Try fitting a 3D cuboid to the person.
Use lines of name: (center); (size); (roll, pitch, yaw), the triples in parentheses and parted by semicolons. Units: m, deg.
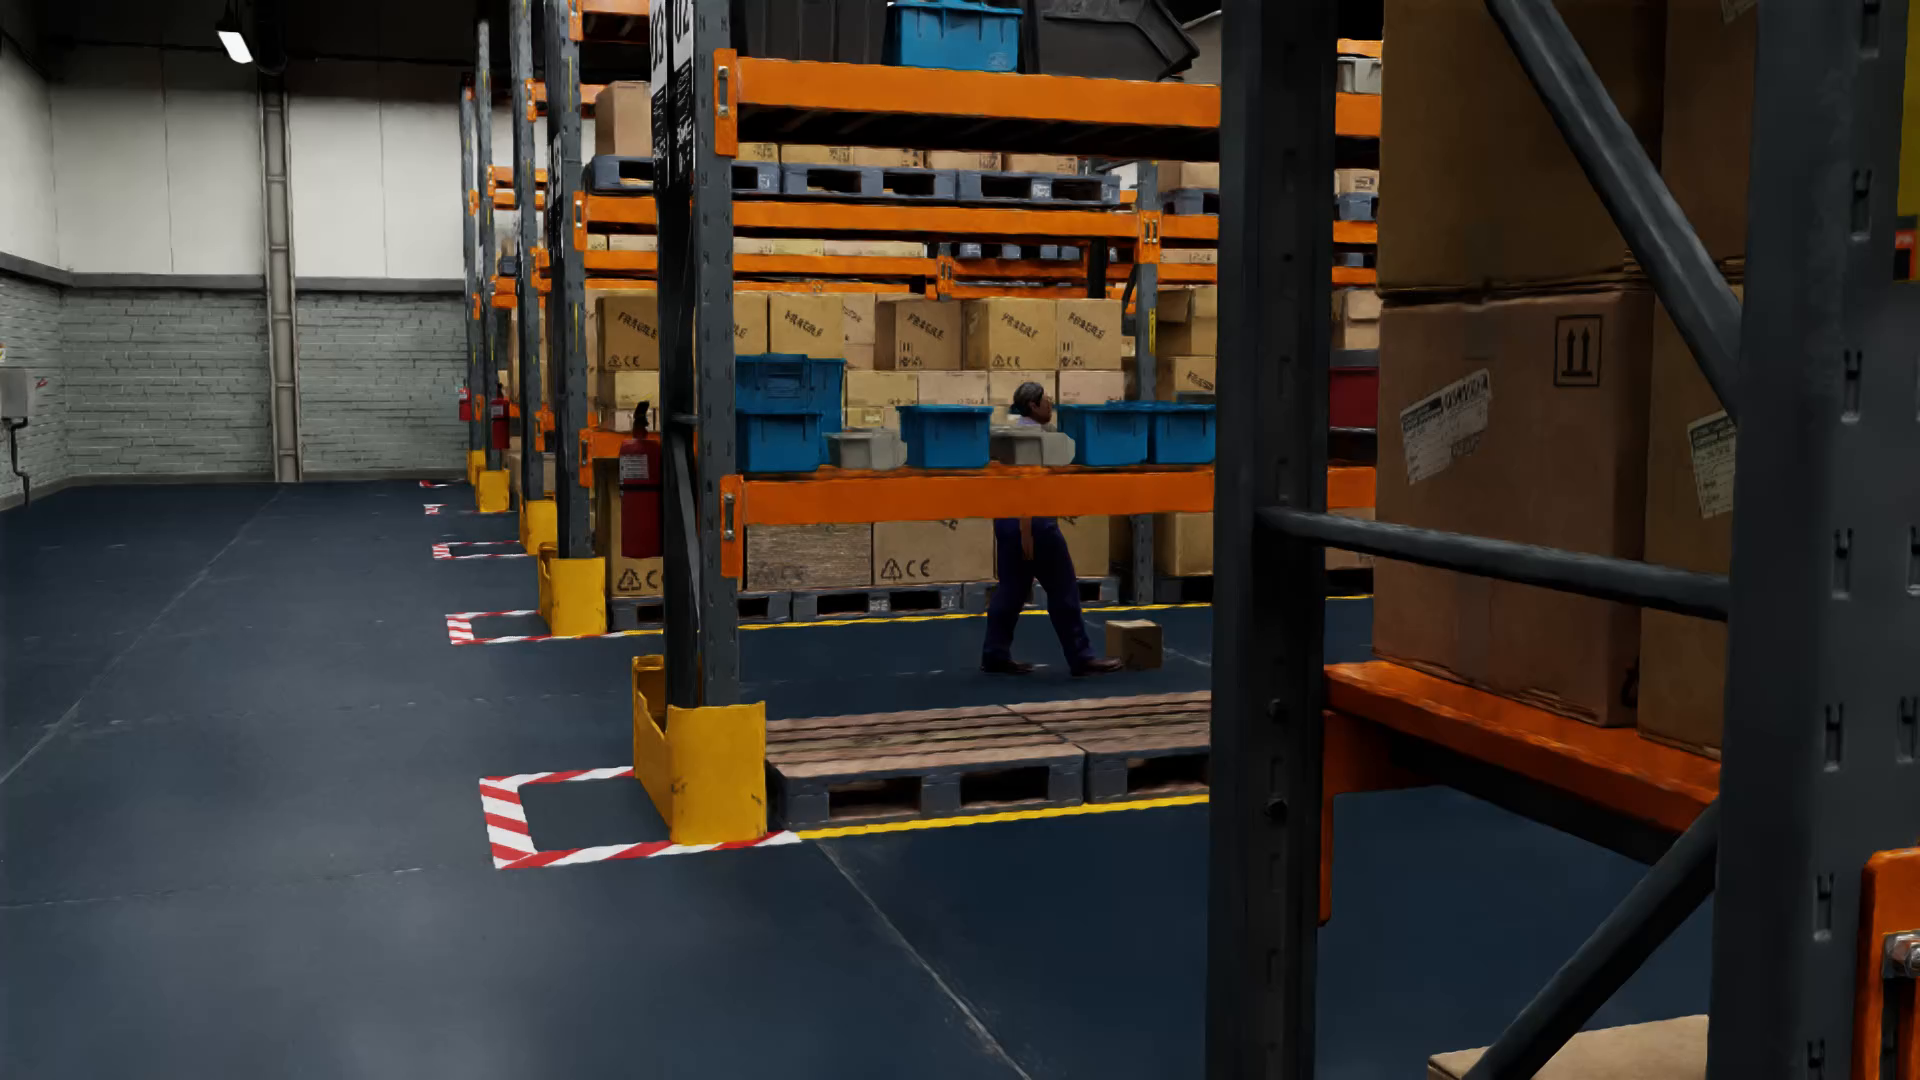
person: (0.499, -0.063, 9.221); (0.745, 1.634, 0.478); (-1, 6, -11)
